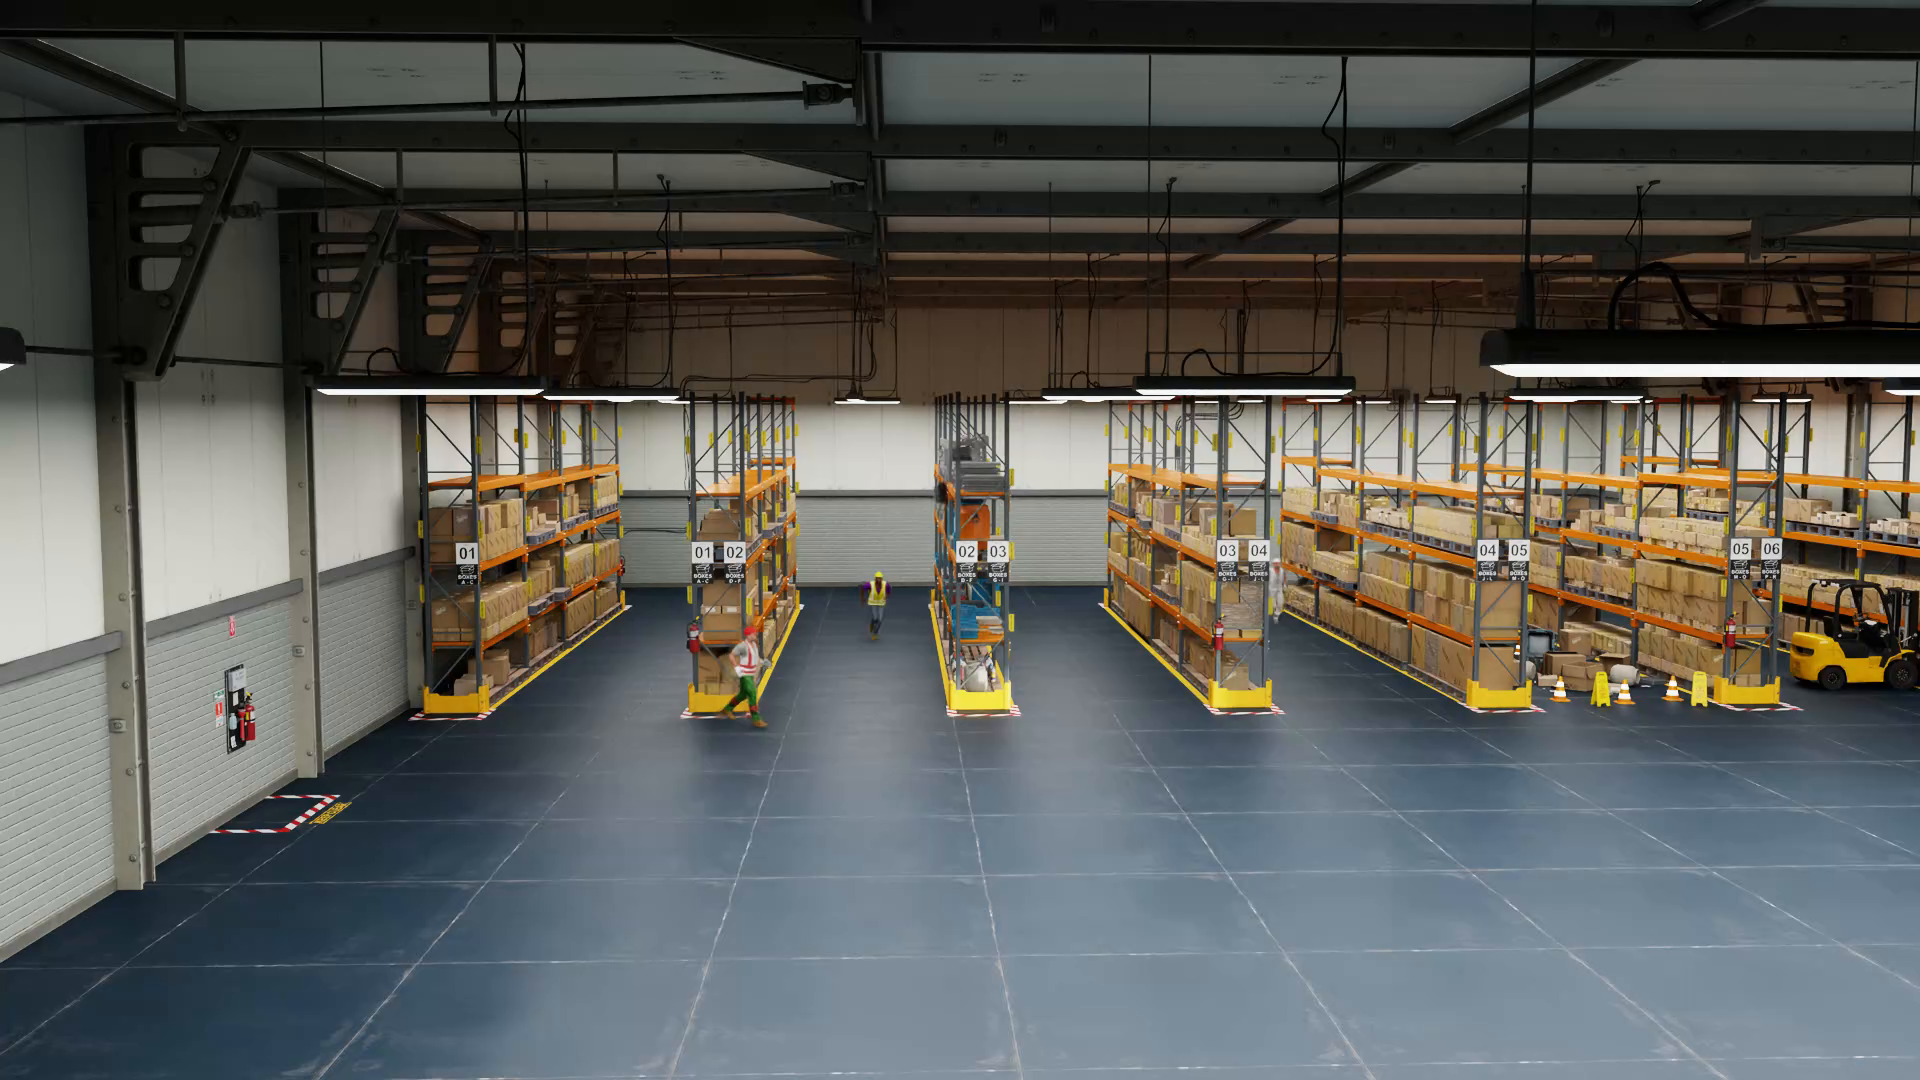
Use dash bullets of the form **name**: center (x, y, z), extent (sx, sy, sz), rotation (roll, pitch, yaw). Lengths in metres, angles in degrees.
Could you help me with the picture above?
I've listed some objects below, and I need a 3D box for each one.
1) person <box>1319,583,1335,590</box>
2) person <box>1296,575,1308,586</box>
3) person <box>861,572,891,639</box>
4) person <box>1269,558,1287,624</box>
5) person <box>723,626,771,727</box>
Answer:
- **person**: center (10.879, 0.903, 49.550), extent (0.821, 1.668, 0.620), rotation (-1, 5, -16)
- **person**: center (10.126, 1.036, 48.736), extent (0.647, 1.592, 0.643), rotation (1, 5, 17)
- **person**: center (-2.042, 1.619, 40.824), extent (0.690, 1.683, 0.712), rotation (-2, 5, -19)
- **person**: center (8.353, 1.344, 44.033), extent (0.684, 1.735, 0.618), rotation (-1, 5, -13)
- **person**: center (-3.865, 2.434, 29.874), extent (0.986, 1.787, 0.619), rotation (2, 5, 19)
